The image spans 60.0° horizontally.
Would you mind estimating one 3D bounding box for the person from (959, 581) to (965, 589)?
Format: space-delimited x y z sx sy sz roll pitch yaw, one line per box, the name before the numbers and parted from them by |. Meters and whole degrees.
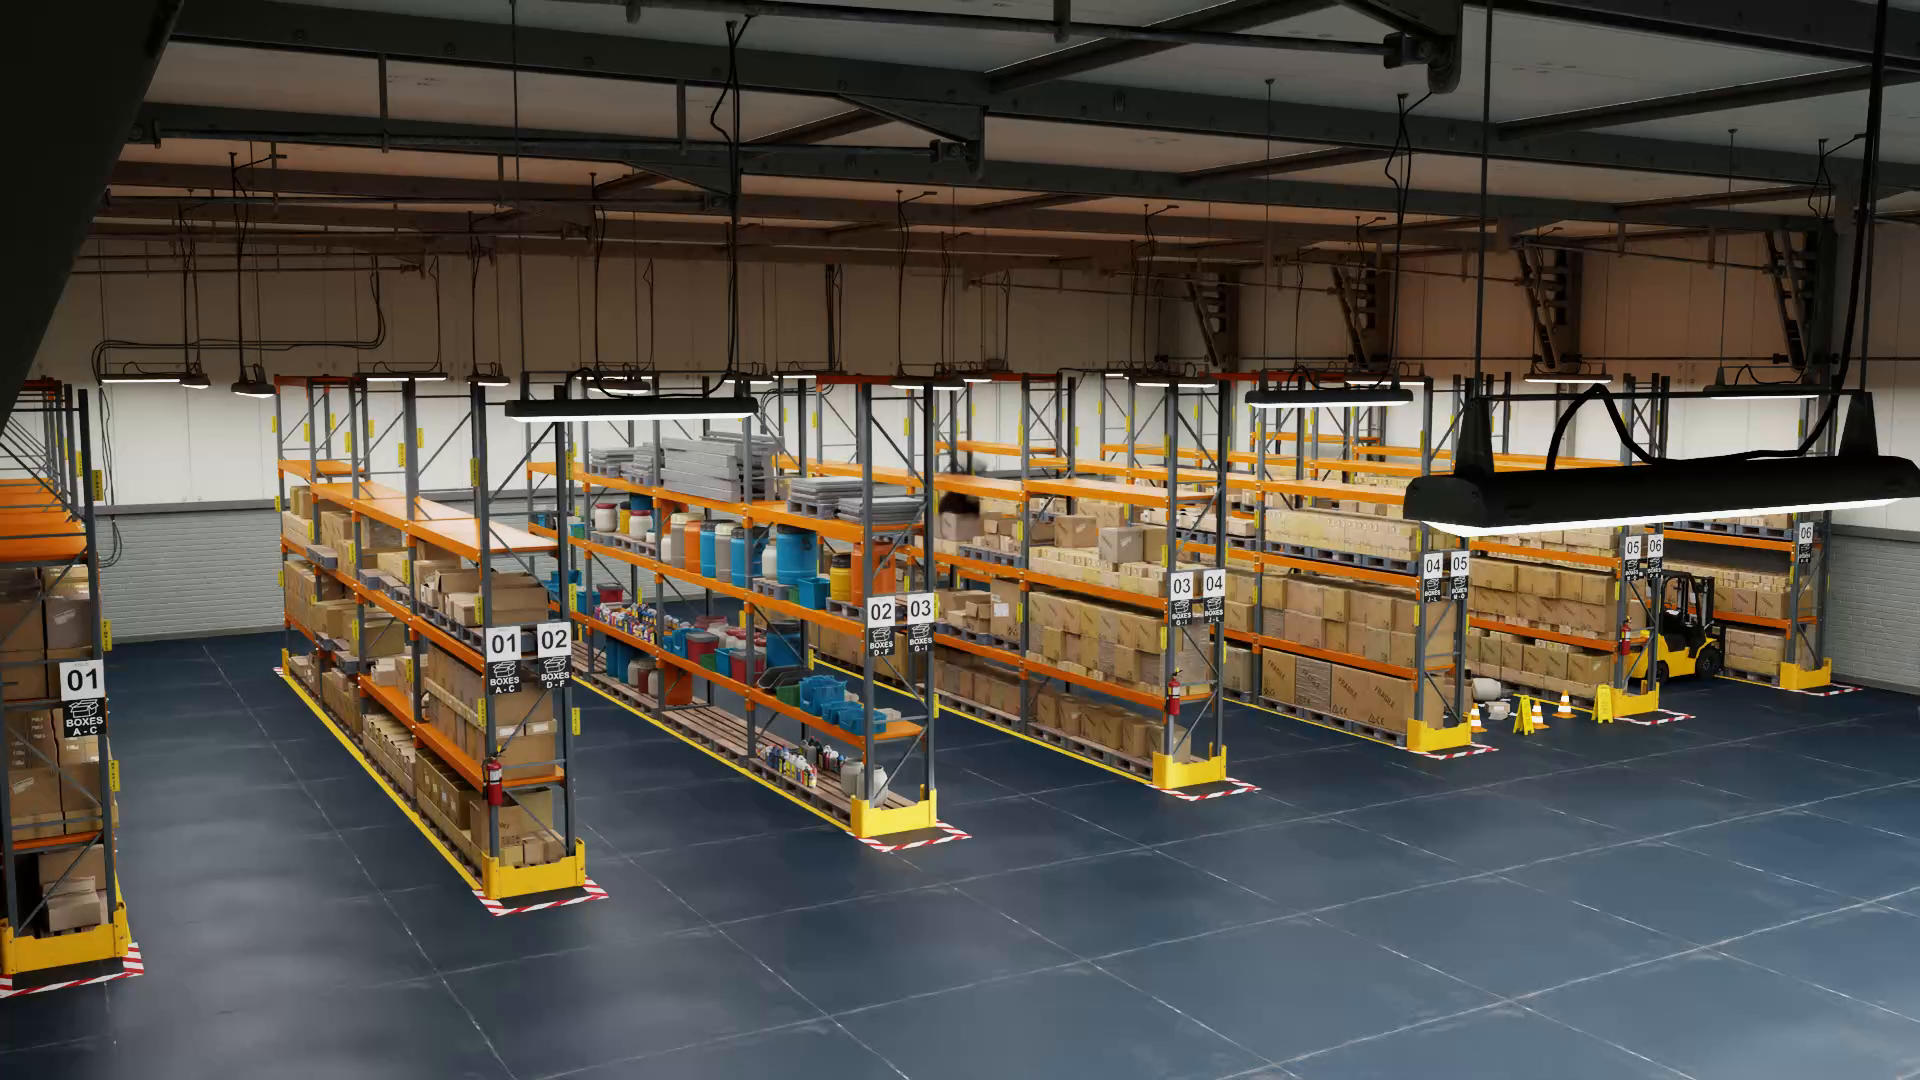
person | -0.016 1.712 34.386 0.663 1.758 0.752 -5 8 -38
